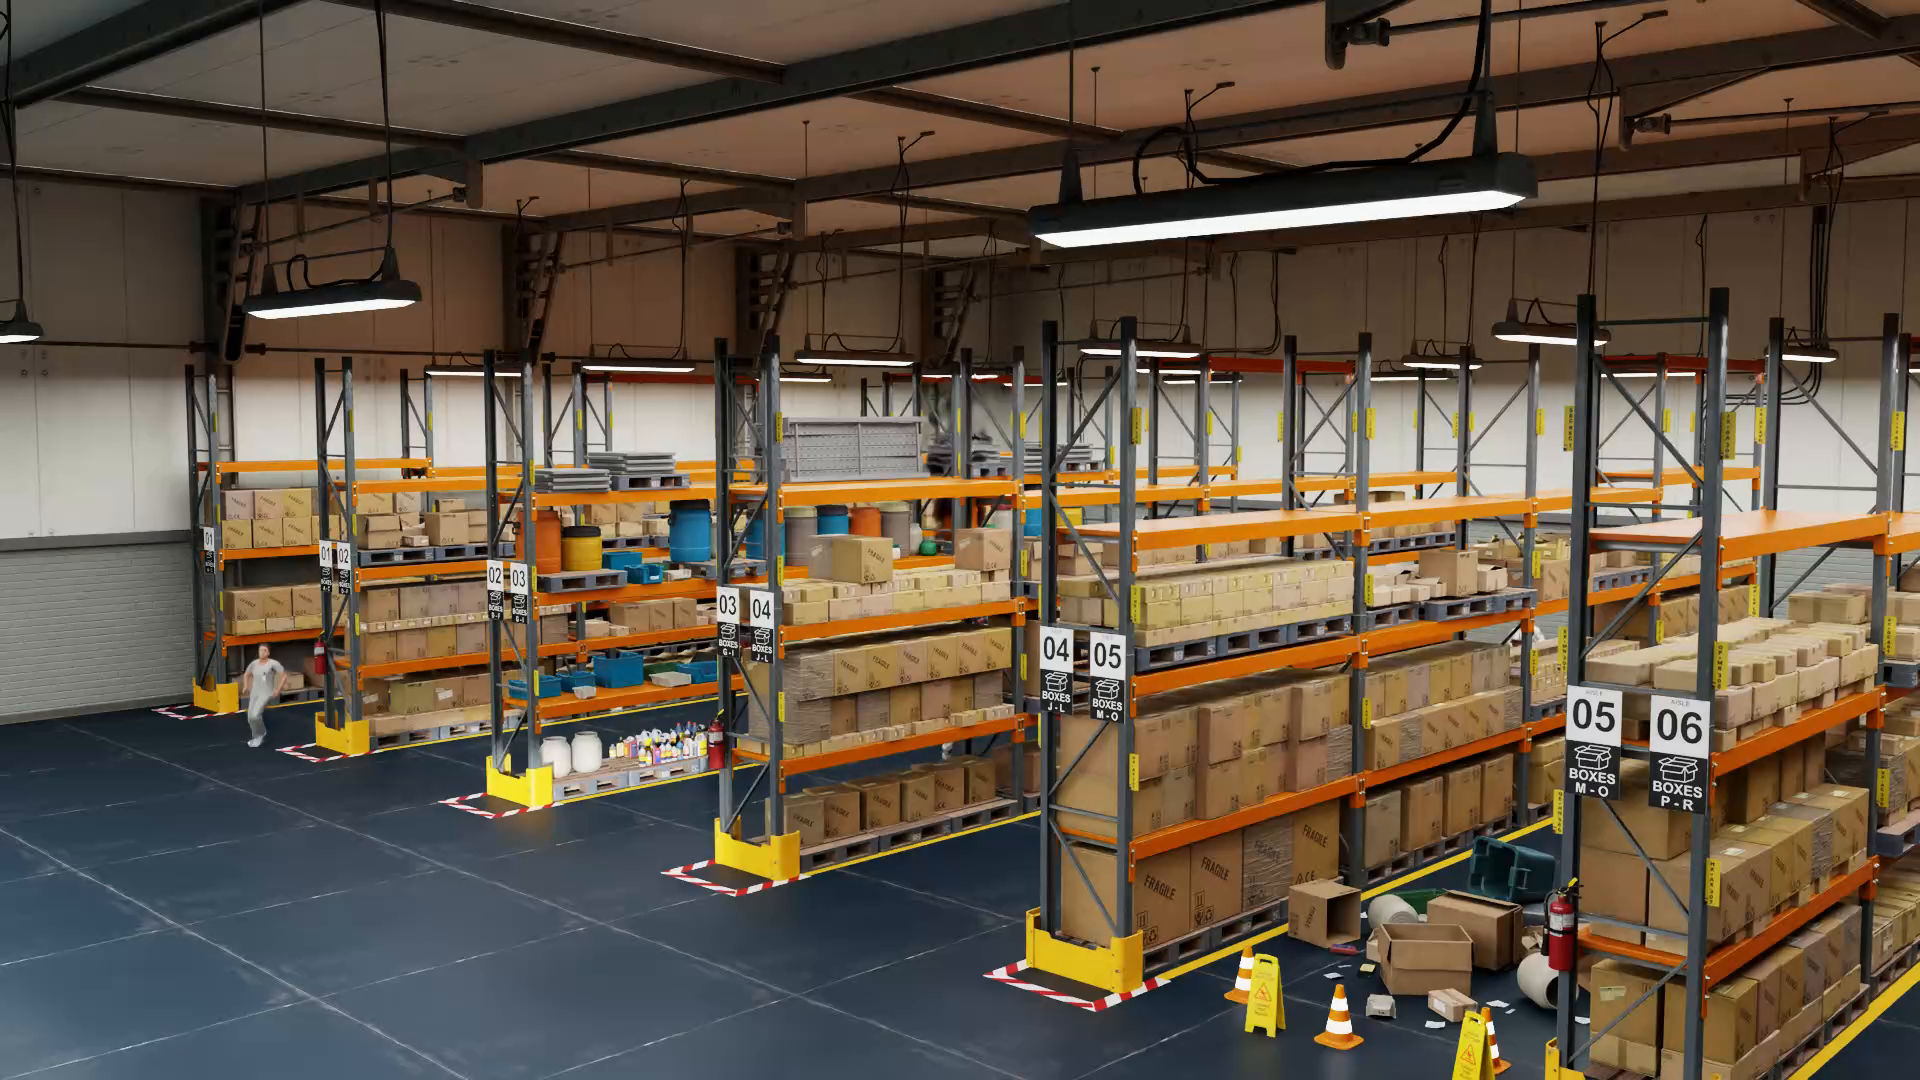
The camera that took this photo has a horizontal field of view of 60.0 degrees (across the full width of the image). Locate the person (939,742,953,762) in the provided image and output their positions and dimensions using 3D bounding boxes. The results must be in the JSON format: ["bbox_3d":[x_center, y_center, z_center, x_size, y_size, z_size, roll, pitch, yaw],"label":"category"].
[{"bbox_3d":[-0.196,2.428,24.445,0.658,1.737,0.600,2,5,30],"label":"person"}]

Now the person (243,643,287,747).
[{"bbox_3d":[-10.741,2.386,25.600,0.625,1.616,0.605,1,4,9],"label":"person"}]

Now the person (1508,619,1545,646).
[{"bbox_3d":[9.979,2.091,29.260,0.621,1.693,0.797,1,4,10],"label":"person"}]

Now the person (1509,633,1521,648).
[{"bbox_3d":[8.574,2.320,25.651,0.716,1.781,0.651,-4,6,-41],"label":"person"}]
